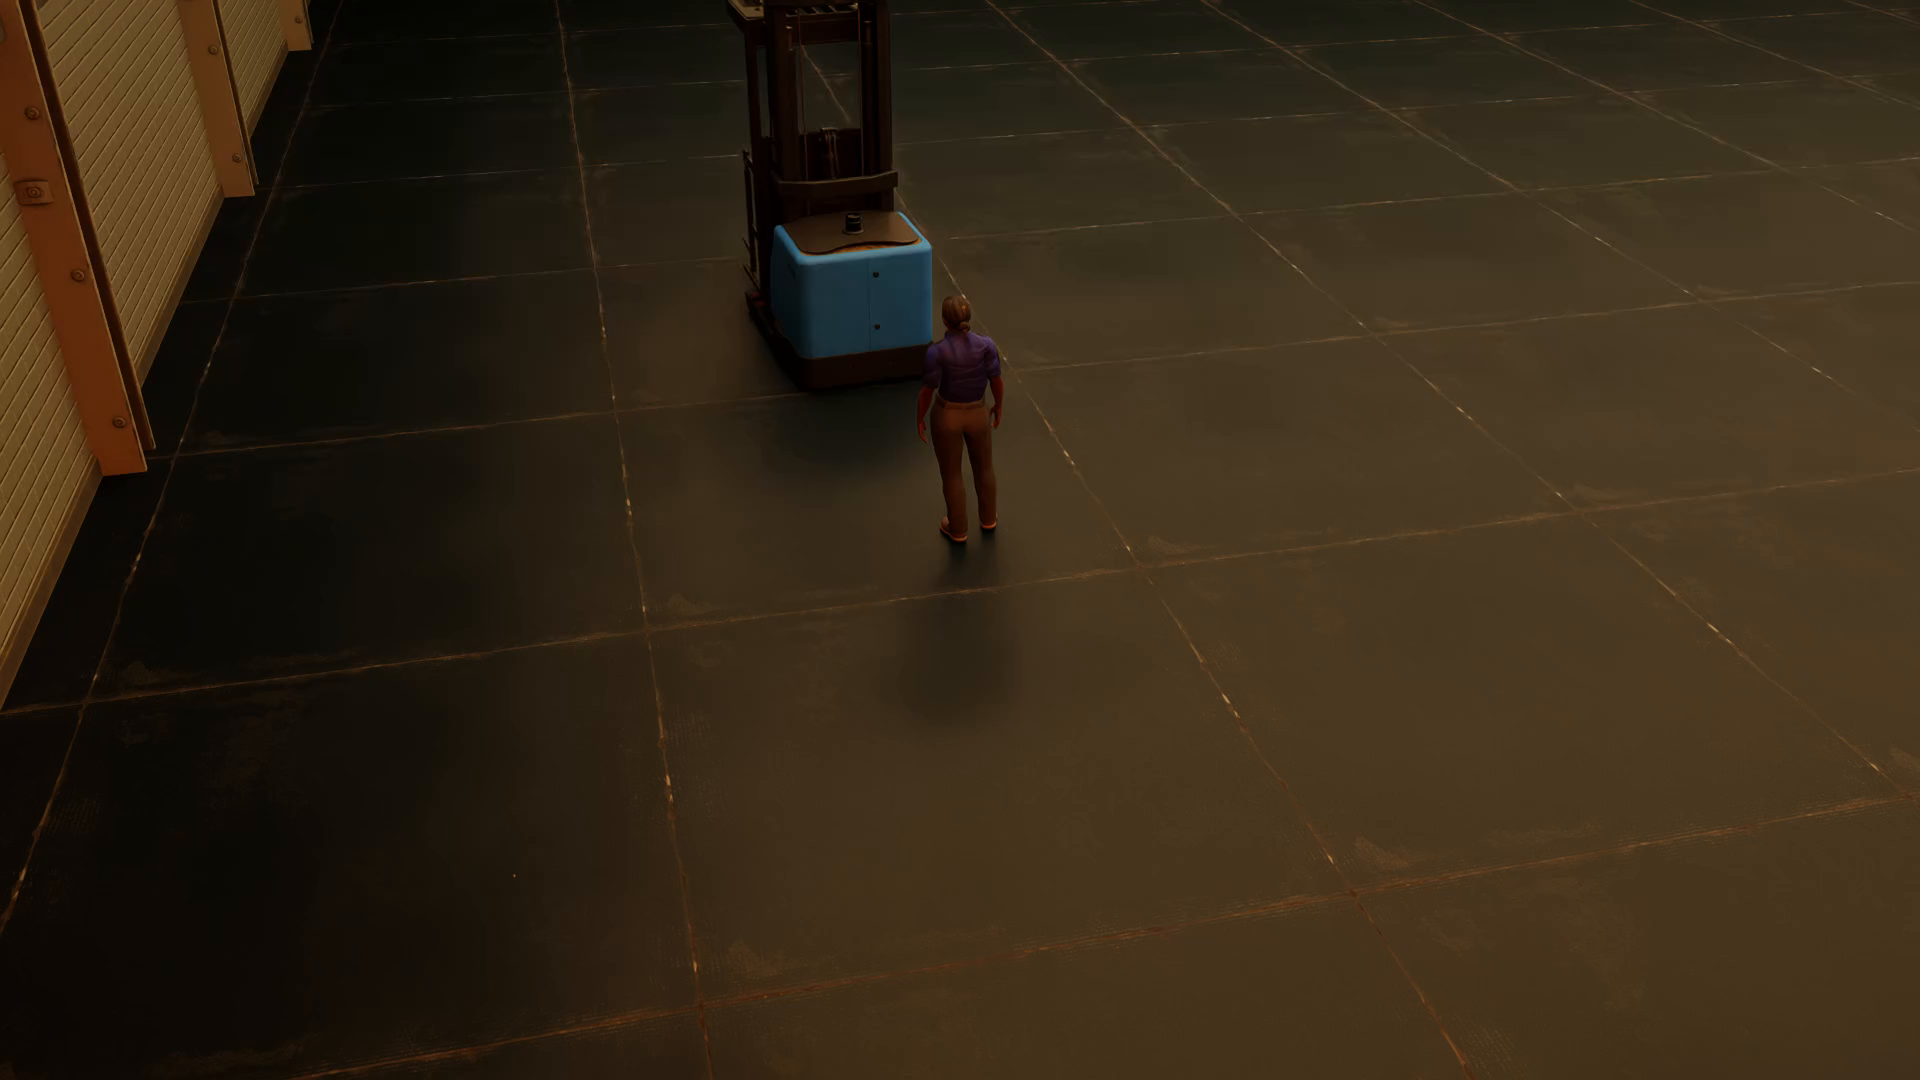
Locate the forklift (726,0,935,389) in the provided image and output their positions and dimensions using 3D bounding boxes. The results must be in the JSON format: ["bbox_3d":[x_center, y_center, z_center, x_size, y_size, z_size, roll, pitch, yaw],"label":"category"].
[{"bbox_3d":[-1.132,-3.111,12.948,1.130,2.935,3.031,-9,31,-16],"label":"forklift"}]

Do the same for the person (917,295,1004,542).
[{"bbox_3d":[-0.001,-0.767,10.160,0.569,1.654,0.504,-7,31,-12],"label":"person"}]
